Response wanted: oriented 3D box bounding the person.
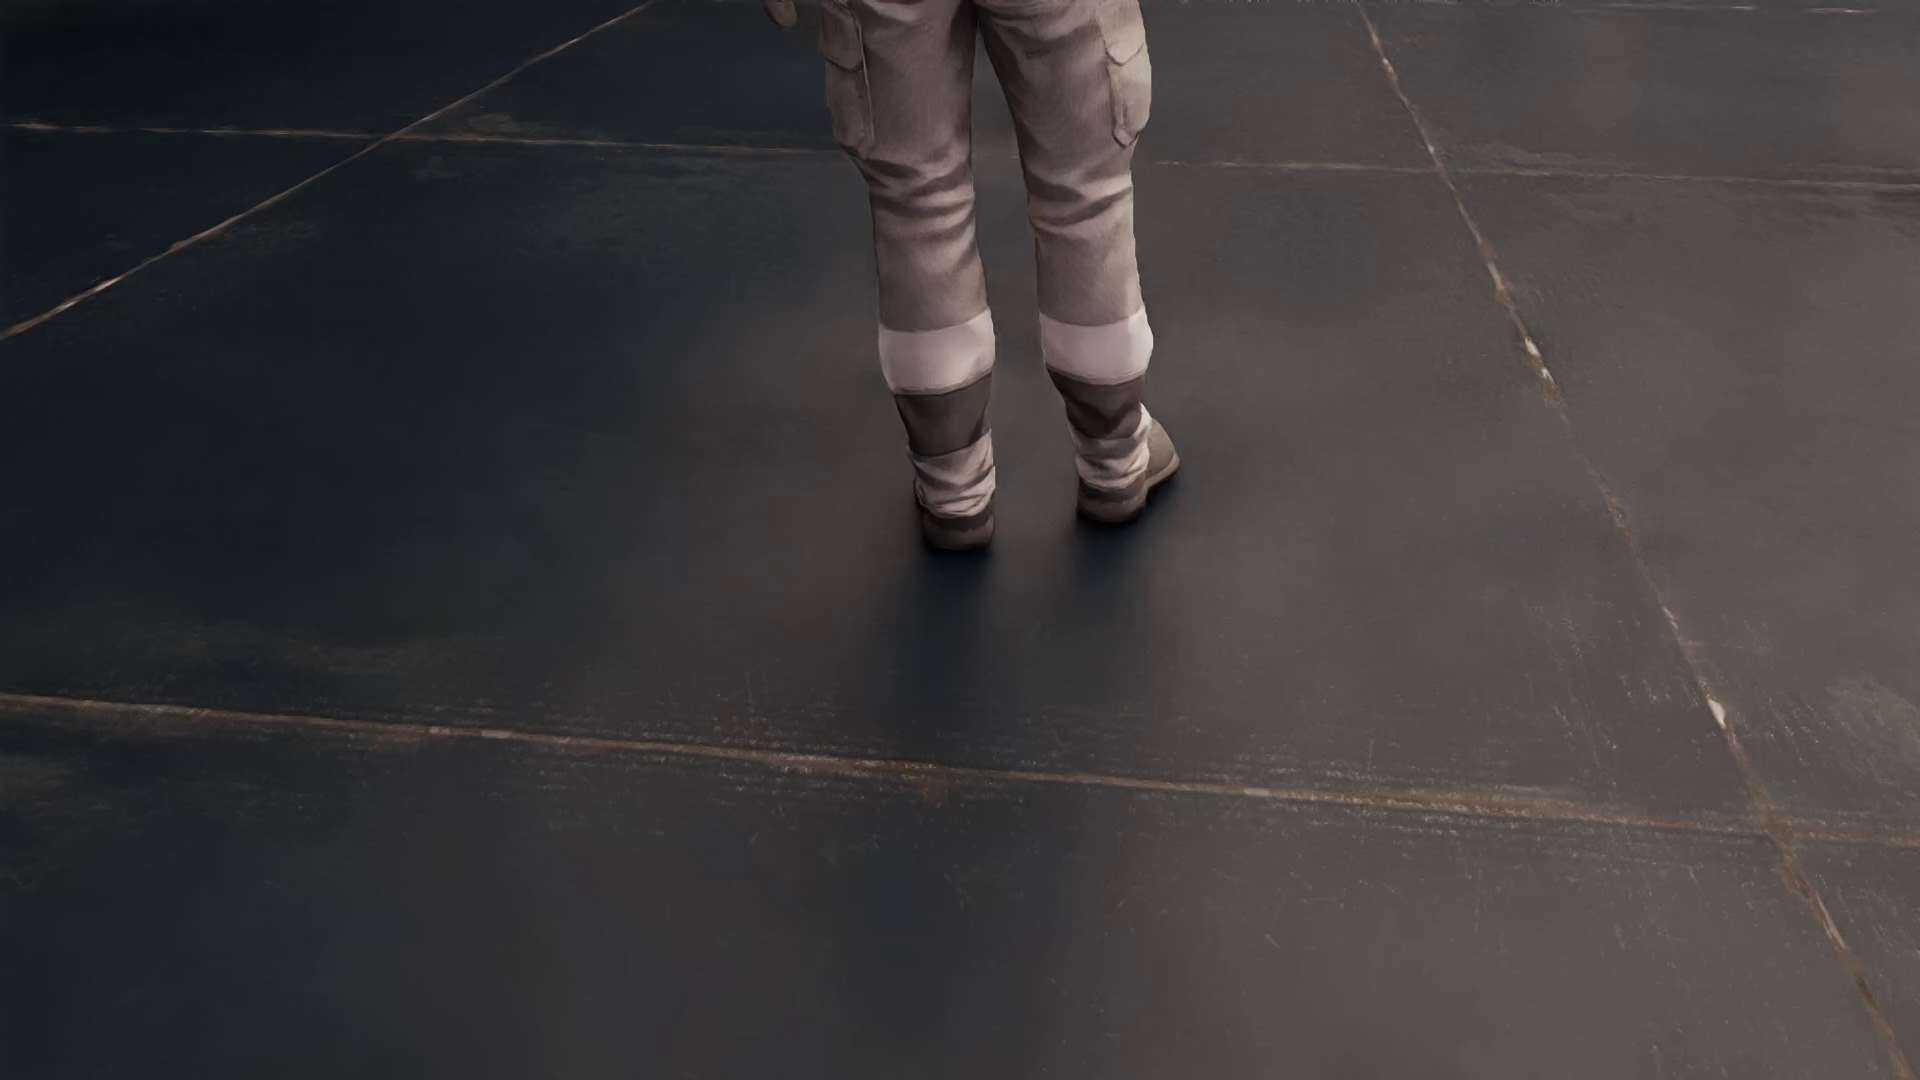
[{"bbox_3d":[0.022,-0.842,2.168,0.637,1.787,0.563,3,27,7],"label":"person"}]
